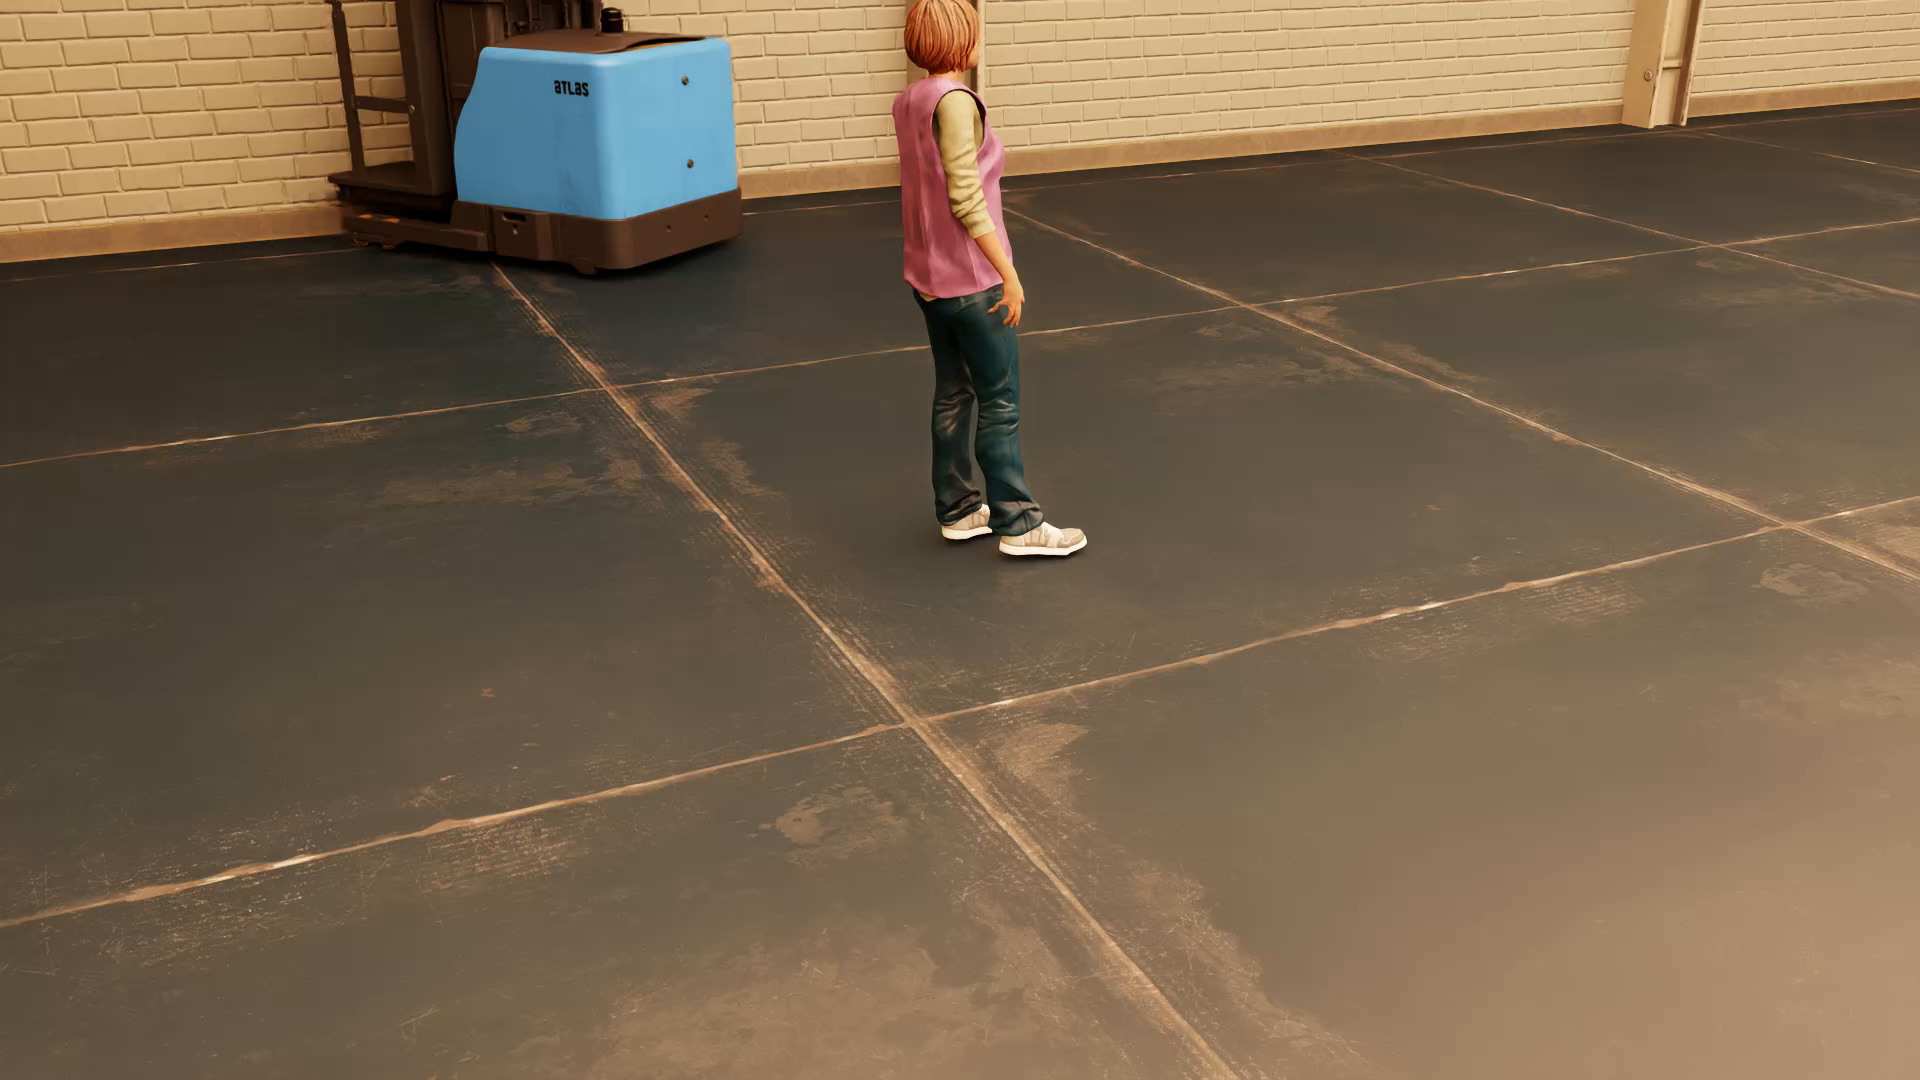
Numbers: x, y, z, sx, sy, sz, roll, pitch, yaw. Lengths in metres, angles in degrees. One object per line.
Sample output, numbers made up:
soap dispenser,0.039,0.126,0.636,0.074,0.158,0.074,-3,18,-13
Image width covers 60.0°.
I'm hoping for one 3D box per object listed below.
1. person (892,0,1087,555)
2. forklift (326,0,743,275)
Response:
person,0.073,-0.751,4.814,0.476,1.597,0.520,-10,25,-23
forklift,-2.689,-3.050,8.629,3.031,2.935,1.130,12,26,27
